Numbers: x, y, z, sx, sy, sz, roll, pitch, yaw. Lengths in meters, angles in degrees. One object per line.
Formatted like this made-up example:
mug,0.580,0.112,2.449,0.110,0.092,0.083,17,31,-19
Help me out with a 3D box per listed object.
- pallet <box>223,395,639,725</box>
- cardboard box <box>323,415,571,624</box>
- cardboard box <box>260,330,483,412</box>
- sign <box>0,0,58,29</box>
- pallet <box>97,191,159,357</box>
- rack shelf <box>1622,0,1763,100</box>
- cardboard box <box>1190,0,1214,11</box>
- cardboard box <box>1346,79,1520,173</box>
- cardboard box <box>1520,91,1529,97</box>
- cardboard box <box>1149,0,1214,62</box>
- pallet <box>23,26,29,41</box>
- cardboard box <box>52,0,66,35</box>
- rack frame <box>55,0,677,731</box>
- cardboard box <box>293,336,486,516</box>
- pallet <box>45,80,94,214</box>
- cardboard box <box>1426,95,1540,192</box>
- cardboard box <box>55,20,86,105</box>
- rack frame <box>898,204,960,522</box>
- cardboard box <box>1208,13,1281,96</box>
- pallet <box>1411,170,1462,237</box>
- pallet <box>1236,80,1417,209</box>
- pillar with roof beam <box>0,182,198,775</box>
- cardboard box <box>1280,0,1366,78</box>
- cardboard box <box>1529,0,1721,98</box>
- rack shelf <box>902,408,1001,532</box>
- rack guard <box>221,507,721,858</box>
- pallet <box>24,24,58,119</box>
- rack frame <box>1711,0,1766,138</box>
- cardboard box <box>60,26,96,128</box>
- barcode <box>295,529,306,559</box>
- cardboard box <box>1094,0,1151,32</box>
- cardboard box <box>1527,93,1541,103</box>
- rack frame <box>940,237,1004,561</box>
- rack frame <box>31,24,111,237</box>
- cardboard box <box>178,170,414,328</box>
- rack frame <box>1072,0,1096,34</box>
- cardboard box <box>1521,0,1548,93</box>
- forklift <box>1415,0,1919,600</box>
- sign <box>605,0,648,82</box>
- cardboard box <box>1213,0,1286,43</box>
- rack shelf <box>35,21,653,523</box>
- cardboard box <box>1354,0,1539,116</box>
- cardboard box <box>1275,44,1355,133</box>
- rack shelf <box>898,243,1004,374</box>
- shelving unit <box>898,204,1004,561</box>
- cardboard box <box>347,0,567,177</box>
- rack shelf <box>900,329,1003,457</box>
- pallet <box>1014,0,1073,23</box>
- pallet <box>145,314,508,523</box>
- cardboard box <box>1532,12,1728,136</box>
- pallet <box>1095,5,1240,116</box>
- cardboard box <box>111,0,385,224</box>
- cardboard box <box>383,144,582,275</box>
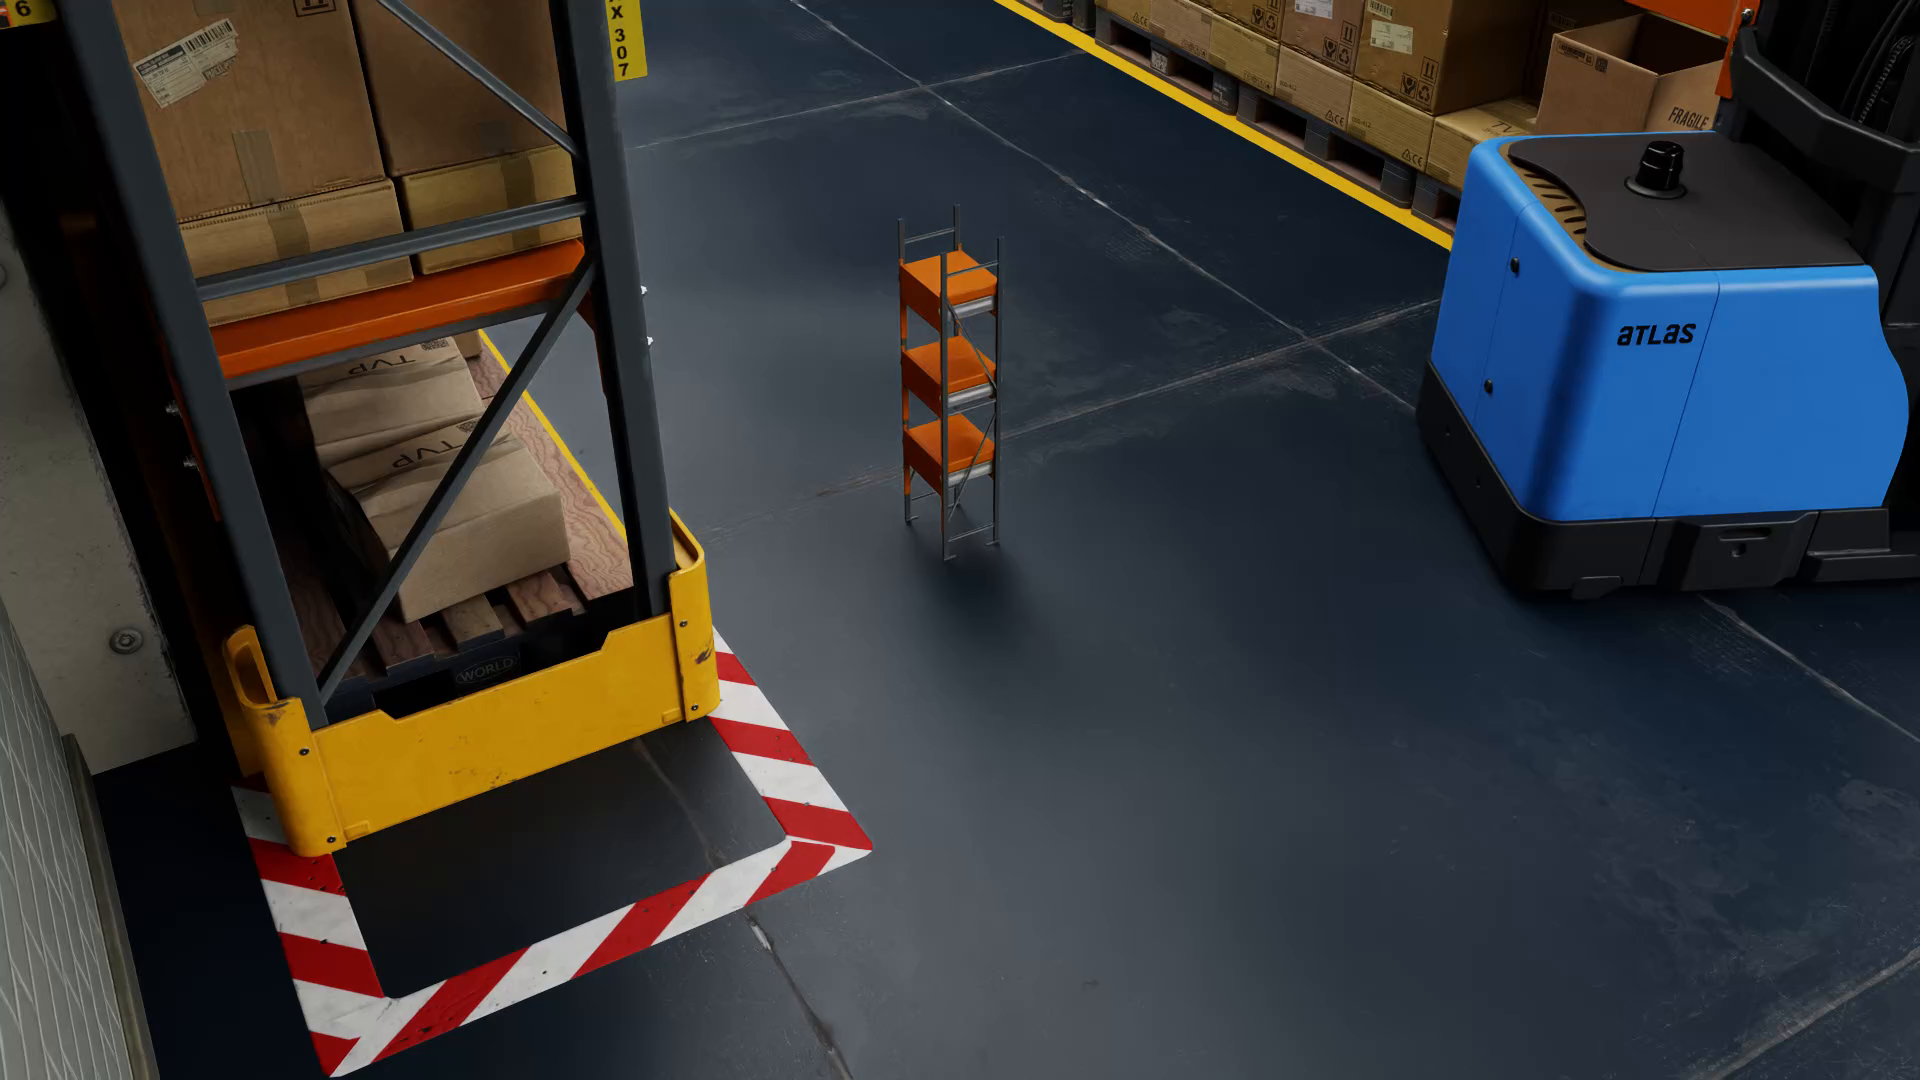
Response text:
pallet,-1.613,0.038,5.019,1.003,0.211,1.213,-19,40,-24
cardboard box,-1.467,-0.096,4.745,0.500,0.311,0.500,-24,42,-29
cardboard box,-2.079,-0.852,5.619,0.700,0.500,0.500,-22,41,-27
sign,-1.687,-1.065,2.916,0.100,0.325,0.005,-19,40,-24
pallet,-2.839,-1.206,6.722,1.003,0.211,1.213,-19,40,-24
rack shelf,2.079,-2.824,7.183,1.077,0.370,4.000,-19,40,-24
cardboard box,1.295,-2.914,8.036,0.500,0.500,0.500,-19,40,-24
cardboard box,2.045,-1.845,7.208,0.500,0.250,0.500,-19,40,-24
cardboard box,2.502,-2.002,7.423,0.500,0.250,0.500,-19,40,-24
cardboard box,1.292,-2.610,8.256,0.500,0.250,0.500,-19,40,-24
pallet,-4.825,-3.179,9.424,1.003,0.211,1.213,-19,40,-24
cardboard box,-2.126,-1.574,4.336,0.500,0.500,0.500,-20,41,-25
rack frame,-1.197,-0.624,3.562,1.000,3.000,0.127,-19,40,-24
cardboard box,-1.753,-0.386,5.143,0.500,0.311,0.500,-16,39,-20
pallet,-3.599,-1.935,7.720,1.003,0.211,1.213,-19,40,-24
cardboard box,2.298,-1.591,6.860,0.500,0.250,0.500,-19,40,-24
cardboard box,-2.382,-1.526,4.907,0.500,0.250,0.500,-18,40,-23
rack frame,-0.088,-0.513,5.063,0.200,1.050,0.008,-19,40,-24
cardboard box,1.539,-2.354,7.905,0.500,0.250,0.500,-19,40,-24
pallet,2.664,-1.346,6.913,1.003,0.211,1.213,-19,40,-24
pallet,2.055,-1.967,7.764,1.003,0.211,1.213,-19,40,-24
pillar with roof beam,1.426,-4.423,3.677,9.100,9.000,0.400,-19,40,-24
cardboard box,1.792,-2.402,7.336,0.500,0.500,0.500,-19,40,-24
cardboard box,2.754,-2.050,6.853,0.500,0.500,0.500,-19,40,-24
rack shelf,-0.027,-0.218,5.148,0.215,0.259,0.240,-19,40,-24
rack guard,-1.235,0.346,4.352,1.175,0.500,0.348,-19,40,-24
pallet,-4.216,-2.558,8.573,1.003,0.211,1.213,-19,40,-24
rack frame,3.084,-2.094,5.574,1.000,3.000,0.127,-19,40,-24
cardboard box,-2.126,-1.269,4.555,0.500,0.250,0.500,-19,40,-24
barcode,-1.822,0.010,4.592,0.001,0.075,0.075,-19,40,-24
cardboard box,1.045,-2.867,8.607,0.500,0.250,0.500,-19,40,-24
cardboard box,2.753,-1.747,7.073,0.500,0.250,0.500,-19,40,-24
rack frame,0.034,-0.389,4.893,0.200,1.050,0.008,-19,40,-24
rack frame,-3.207,-2.664,6.355,1.000,3.000,0.127,-19,40,-24
cardboard box,-1.600,-0.753,3.848,0.500,0.250,0.500,-18,40,-23
rack frame,1.074,-4.134,8.367,1.000,3.000,0.127,-19,40,-24
cardboard box,2.492,-2.301,7.197,0.500,0.500,0.500,-19,40,-24
forklift,3.101,-1.352,4.616,3.031,2.935,1.130,-3,36,-4
sign,-0.728,-1.135,3.527,0.100,0.325,0.005,-19,40,-24
cardboard box,1.539,-2.657,7.684,0.500,0.500,0.500,-19,40,-24
rack shelf,-2.202,-1.354,5.170,1.077,0.370,4.000,-19,40,-24
cardboard box,2.042,-2.147,6.986,0.500,0.500,0.500,-19,40,-24
cardboard box,1.795,-2.101,7.558,0.500,0.250,0.500,-19,40,-24
rack shelf,-0.027,-0.672,4.817,0.215,0.259,0.240,-19,40,-24
shelving unit,-0.027,-0.451,4.978,0.215,1.050,0.252,-19,40,-24
cardboard box,-1.177,-1.207,3.834,0.500,0.500,0.500,-19,40,-24
rack shelf,-0.027,-0.443,4.984,0.215,0.259,0.240,-19,40,-24
pallet,0.671,-3.372,9.688,1.003,0.211,1.213,-19,40,-24
pallet,-2.222,-0.583,5.870,1.003,0.211,1.213,-19,40,-24
cardboard box,2.557,-1.641,6.294,0.500,0.500,0.500,-19,40,-24
pallet,1.438,-2.590,8.617,1.003,0.211,1.213,-19,40,-24
cardboard box,-1.618,-1.052,3.622,0.500,0.500,0.500,-19,40,-24
cardboard box,-1.168,-0.915,4.070,0.500,0.250,0.500,-20,41,-25
